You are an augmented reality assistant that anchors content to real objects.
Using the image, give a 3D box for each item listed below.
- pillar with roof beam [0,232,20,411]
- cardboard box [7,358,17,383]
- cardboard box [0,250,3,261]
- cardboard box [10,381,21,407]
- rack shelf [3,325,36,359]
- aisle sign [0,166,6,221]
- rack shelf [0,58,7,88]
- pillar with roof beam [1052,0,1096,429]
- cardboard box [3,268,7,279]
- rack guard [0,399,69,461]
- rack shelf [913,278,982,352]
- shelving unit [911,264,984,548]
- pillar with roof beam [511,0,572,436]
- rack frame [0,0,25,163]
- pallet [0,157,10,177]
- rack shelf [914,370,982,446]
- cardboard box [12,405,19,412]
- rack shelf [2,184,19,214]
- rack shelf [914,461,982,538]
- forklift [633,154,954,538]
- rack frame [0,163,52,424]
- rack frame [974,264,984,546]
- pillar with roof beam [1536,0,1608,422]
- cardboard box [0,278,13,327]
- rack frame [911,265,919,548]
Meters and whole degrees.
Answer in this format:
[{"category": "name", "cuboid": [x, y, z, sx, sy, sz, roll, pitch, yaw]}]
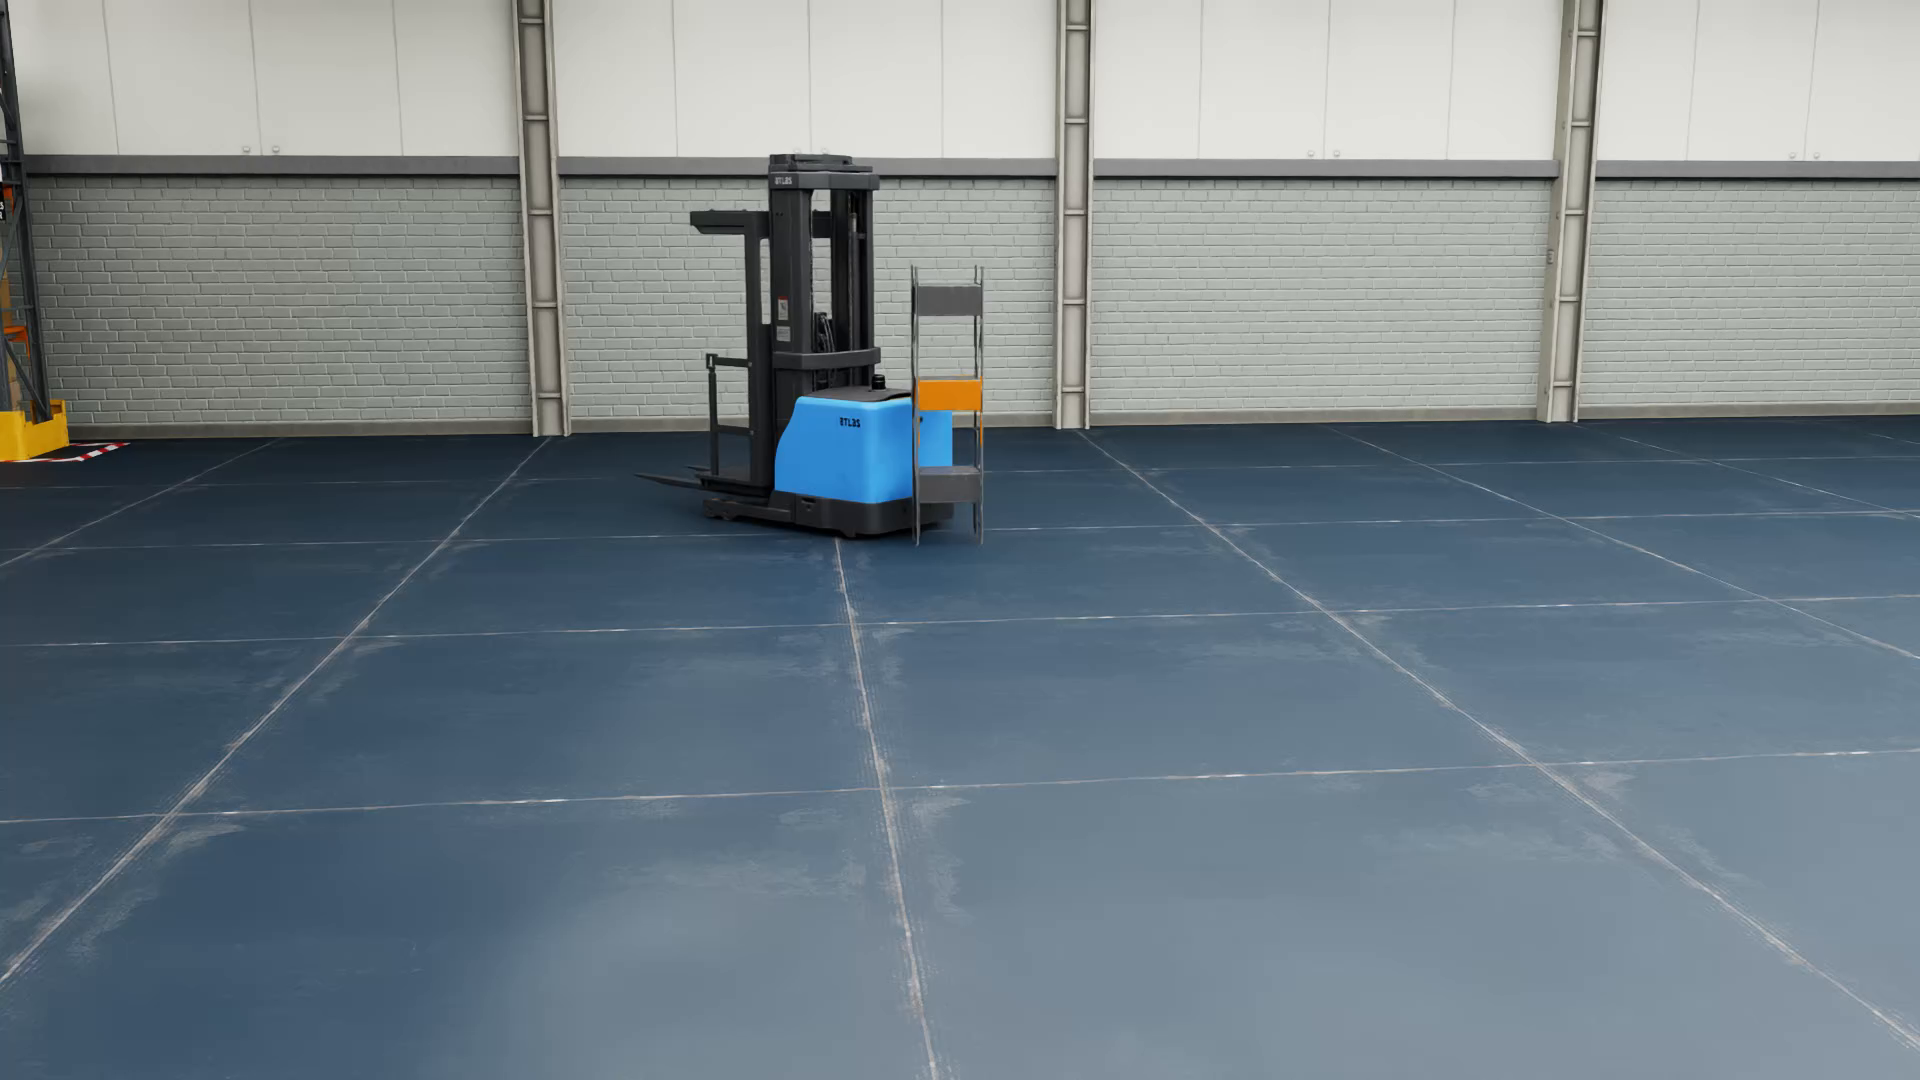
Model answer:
[{"category": "pillar with roof beam", "cuboid": [-10.157, -4.671, 13.299, 0.400, 9.000, 9.100, -1, 11, -6]}, {"category": "cardboard box", "cuboid": [-10.331, -1.768, 17.534, 0.500, 0.250, 0.500, -1, 11, -7]}, {"category": "cardboard box", "cuboid": [-10.190, -2.942, 17.344, 0.250, 0.149, 0.380, -1, 11, -7]}, {"category": "cardboard box", "cuboid": [-10.322, -1.527, 17.601, 0.500, 0.250, 0.500, -1, 11, -5]}, {"category": "rack shelf", "cuboid": [-11.821, -2.000, 17.129, 4.000, 0.370, 1.077, -1, 11, -6]}, {"category": "aisle sign", "cuboid": [-9.736, -3.615, 16.742, 0.004, 0.787, 0.394, -1, 11, -6]}, {"category": "rack shelf", "cuboid": [-11.821, -4.747, 16.589, 4.000, 0.370, 1.077, -1, 11, -6]}, {"category": "pillar with roof beam", "cuboid": [1.773, -4.921, 14.571, 0.400, 9.000, 9.100, -1, 11, -6]}, {"category": "cardboard box", "cuboid": [-10.198, -2.805, 17.417, 0.250, 0.149, 0.380, -1, 11, -8]}, {"category": "rack guard", "cuboid": [-9.809, -1.168, 17.516, 0.348, 0.500, 1.175, -1, 11, -6]}, {"category": "rack shelf", "cuboid": [-0.099, -1.691, 12.469, 0.480, 0.518, 0.431, -1, 11, -7]}, {"category": "shelving unit", "cuboid": [-0.099, -1.018, 12.601, 0.503, 2.100, 0.431, -1, 11, -7]}, {"category": "pillar with roof beam", "cuboid": [-4.192, -4.796, 13.935, 0.400, 9.000, 9.100, -1, 11, -6]}, {"category": "rack frame", "cuboid": [-9.833, -5.338, 16.693, 0.127, 3.000, 1.000, -1, 11, -6]}, {"category": "pallet", "cuboid": [-10.538, -3.813, 16.941, 1.213, 0.211, 1.003, -1, 11, -6]}, {"category": "rack shelf", "cuboid": [-0.099, -1.004, 12.604, 0.480, 0.518, 0.431, -1, 11, -7]}, {"category": "cardboard box", "cuboid": [-10.342, -1.279, 17.635, 0.500, 0.250, 0.500, -1, 11, -6]}, {"category": "rack shelf", "cuboid": [-11.821, -3.472, 16.840, 4.000, 0.370, 1.077, -1, 11, -6]}, {"category": "rack shelf", "cuboid": [-0.099, -0.317, 12.739, 0.480, 0.518, 0.431, -1, 11, -7]}, {"category": "forklift", "cuboid": [-1.504, -1.664, 13.734, 3.031, 2.935, 1.130, 9, 14, 39]}, {"category": "rack frame", "cuboid": [-9.833, -2.394, 17.272, 0.127, 3.000, 1.000, -1, 11, -6]}, {"category": "rack frame", "cuboid": [0.143, -1.023, 12.631, 0.015, 2.100, 0.400, -1, 11, -7]}, {"category": "pillar with roof beam", "cuboid": [7.737, -5.046, 15.207, 0.400, 9.000, 9.100, -1, 11, -6]}, {"category": "cardboard box", "cuboid": [-10.355, -2.486, 17.481, 0.500, 0.500, 0.500, -1, 11, -4]}, {"category": "rack frame", "cuboid": [-0.341, -1.012, 12.572, 0.015, 2.100, 0.400, -1, 11, -7]}]
